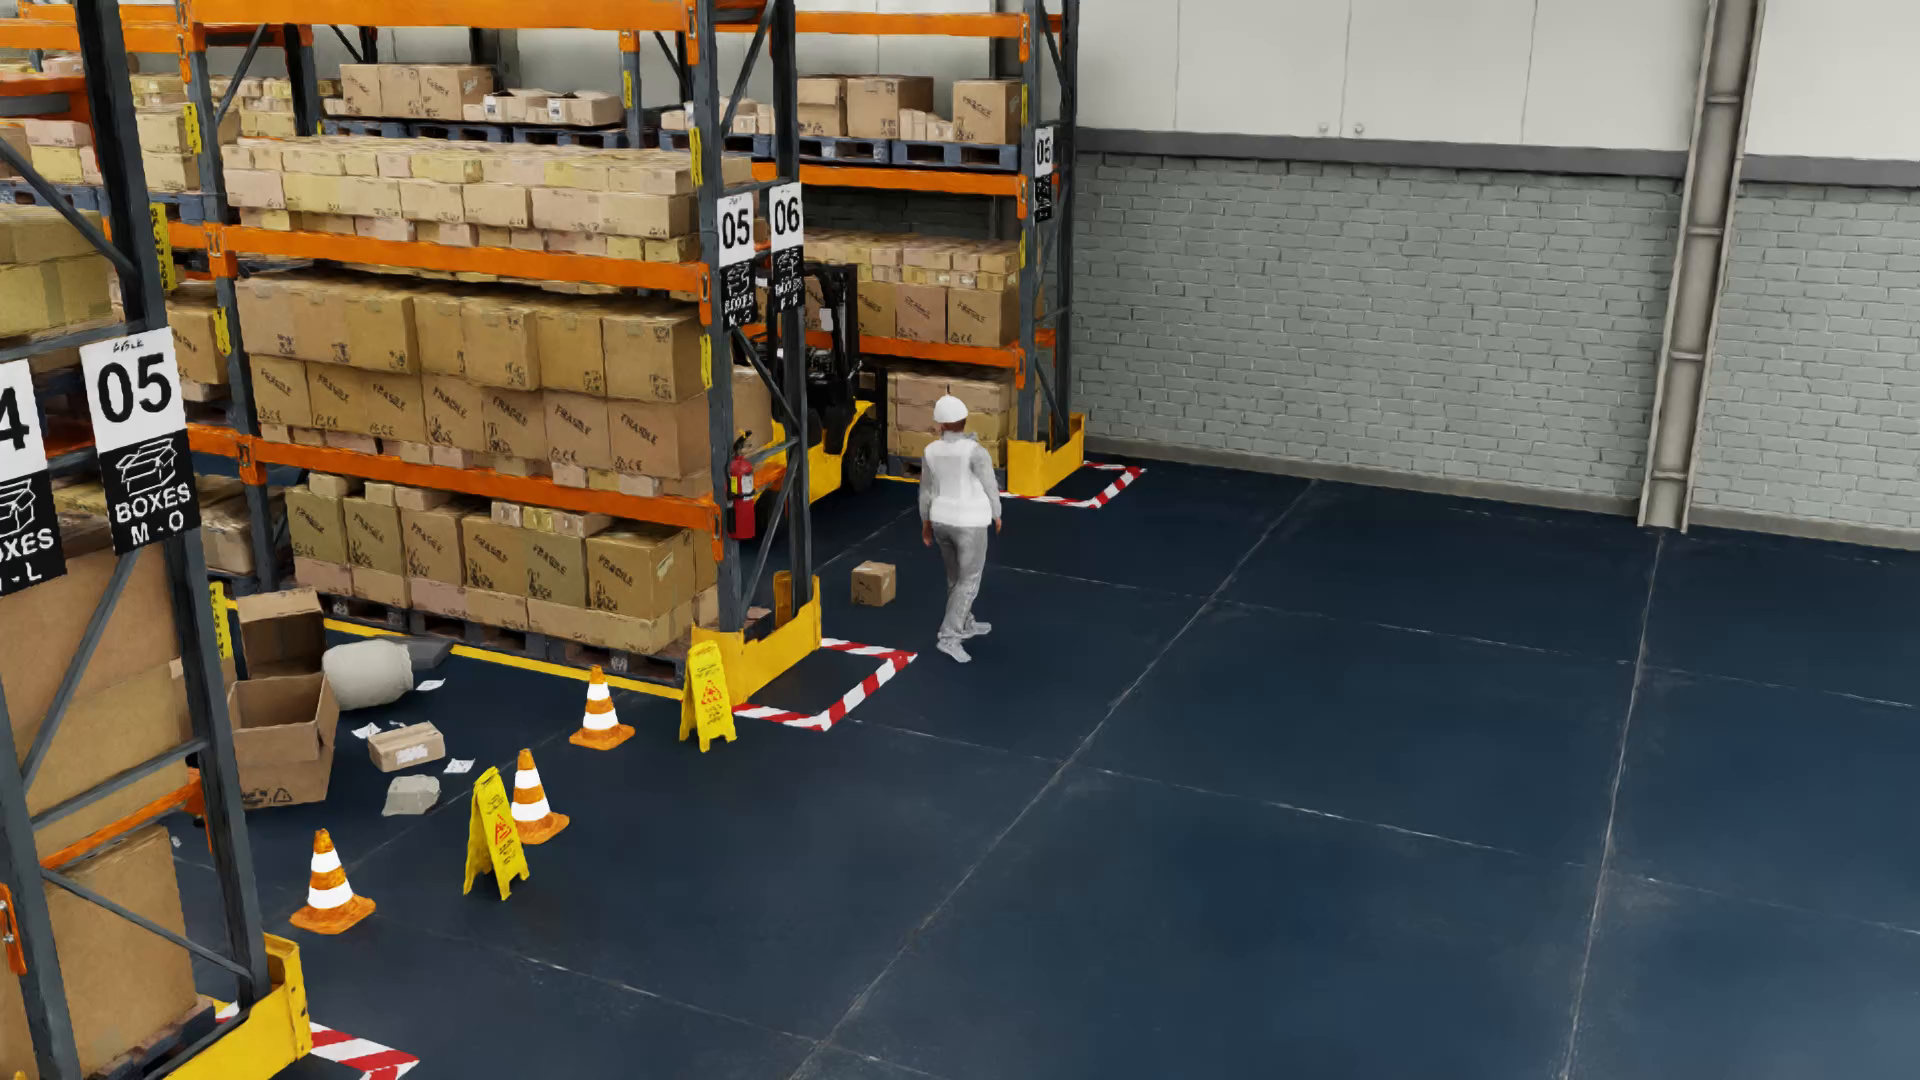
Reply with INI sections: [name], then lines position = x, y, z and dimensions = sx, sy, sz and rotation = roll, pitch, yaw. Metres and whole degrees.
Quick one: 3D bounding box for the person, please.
[person]
position = 0.005, -0.088, 11.356
dimensions = 0.556, 1.832, 0.667
rotation = 16, 25, 39
